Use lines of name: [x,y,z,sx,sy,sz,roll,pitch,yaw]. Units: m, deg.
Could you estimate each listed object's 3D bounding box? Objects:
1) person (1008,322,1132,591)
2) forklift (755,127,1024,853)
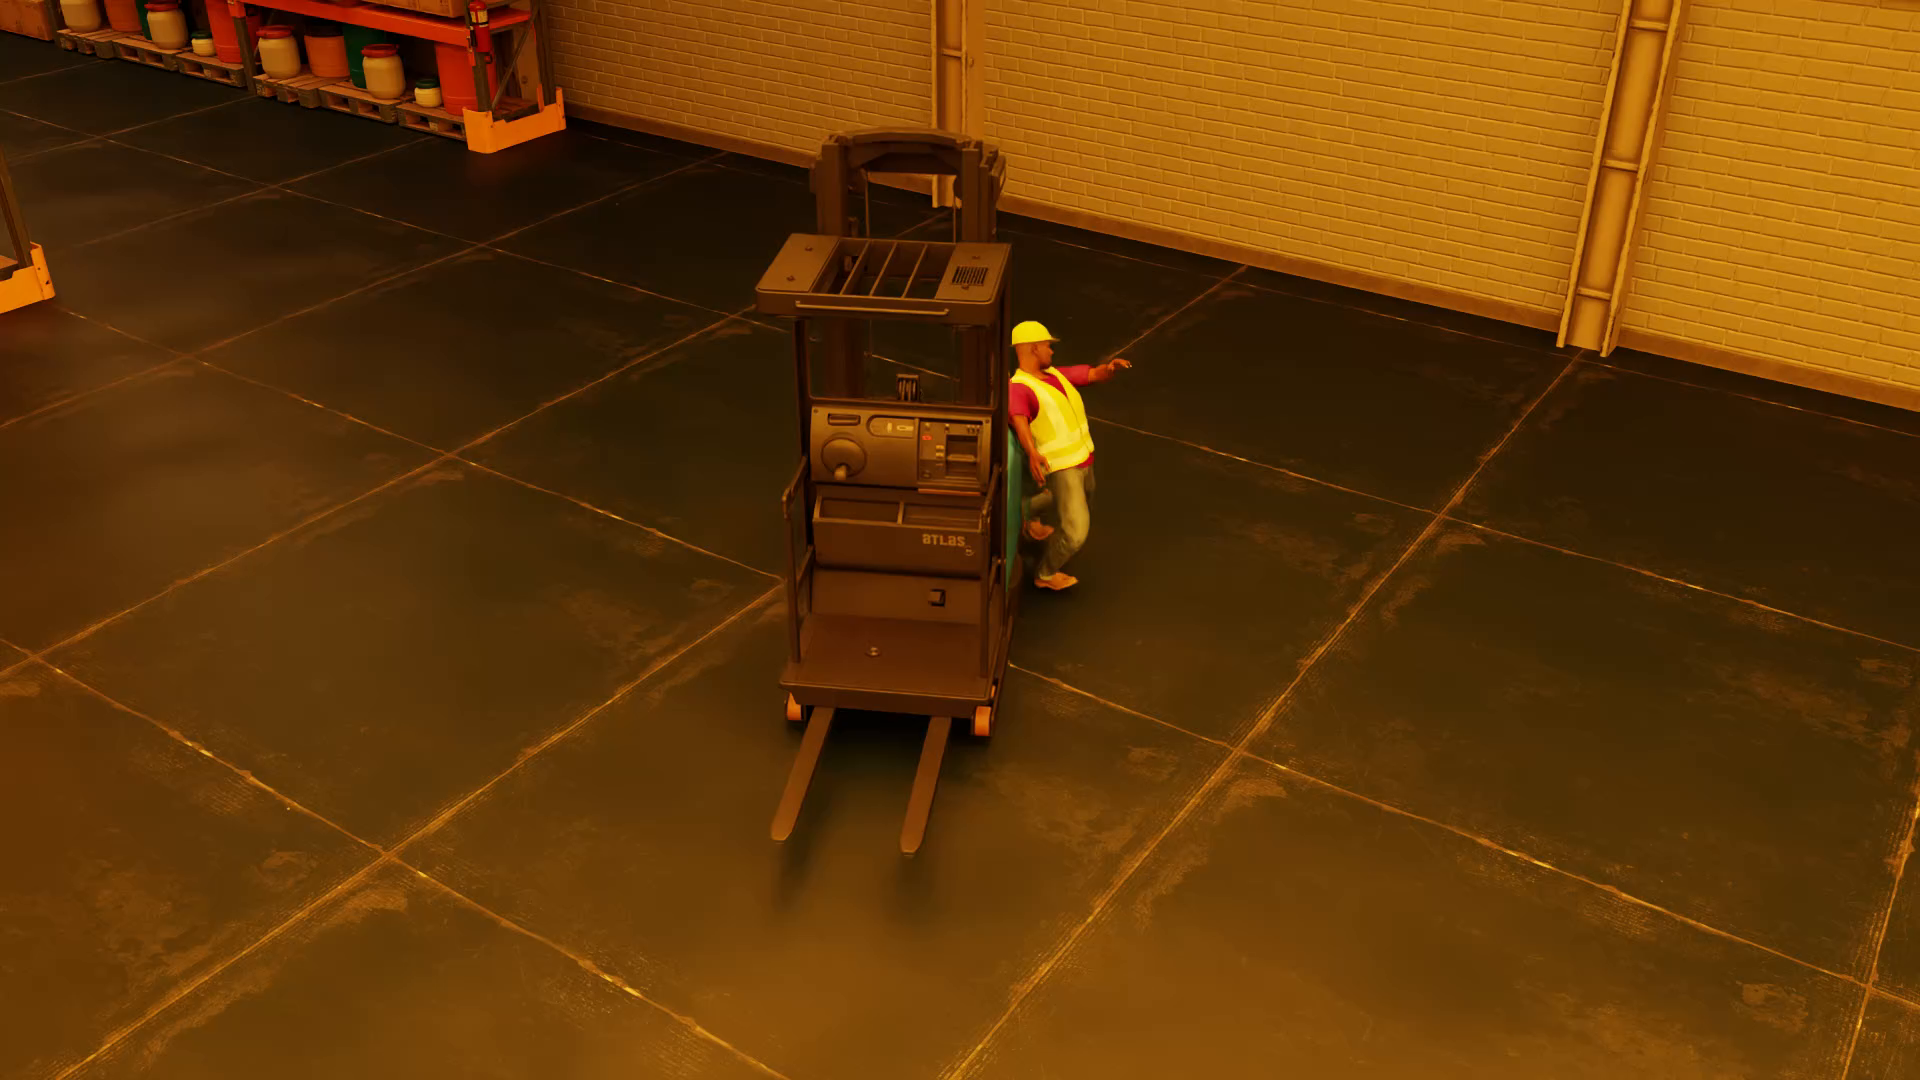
person: [0.549,-0.399,9.645,0.777,1.519,1.062,9,31,15]
forklift: [-0.330,-0.423,8.309,1.130,2.935,3.031,4,30,7]
